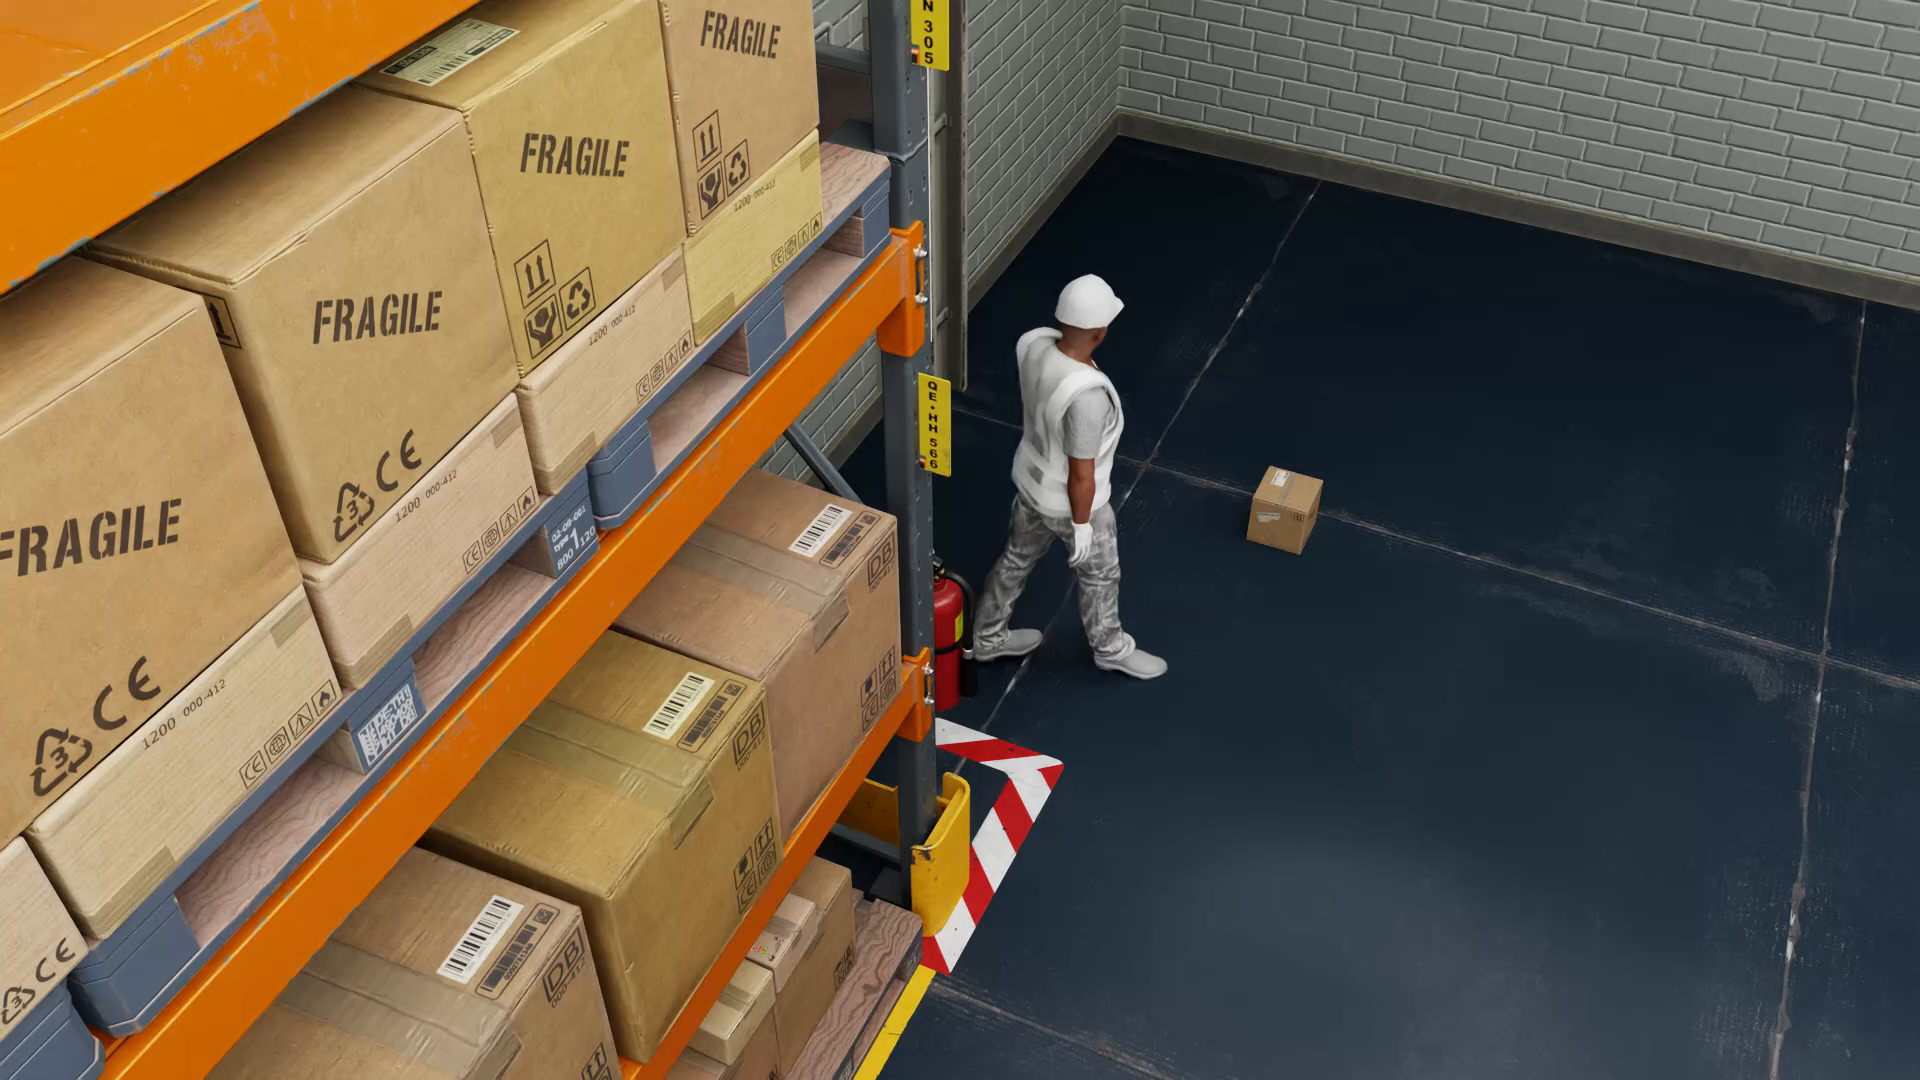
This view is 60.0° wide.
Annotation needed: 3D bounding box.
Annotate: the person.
[{"bbox_3d":[0.411,-0.208,6.382,0.725,1.781,0.635,-16,44,-17],"label":"person"}]
